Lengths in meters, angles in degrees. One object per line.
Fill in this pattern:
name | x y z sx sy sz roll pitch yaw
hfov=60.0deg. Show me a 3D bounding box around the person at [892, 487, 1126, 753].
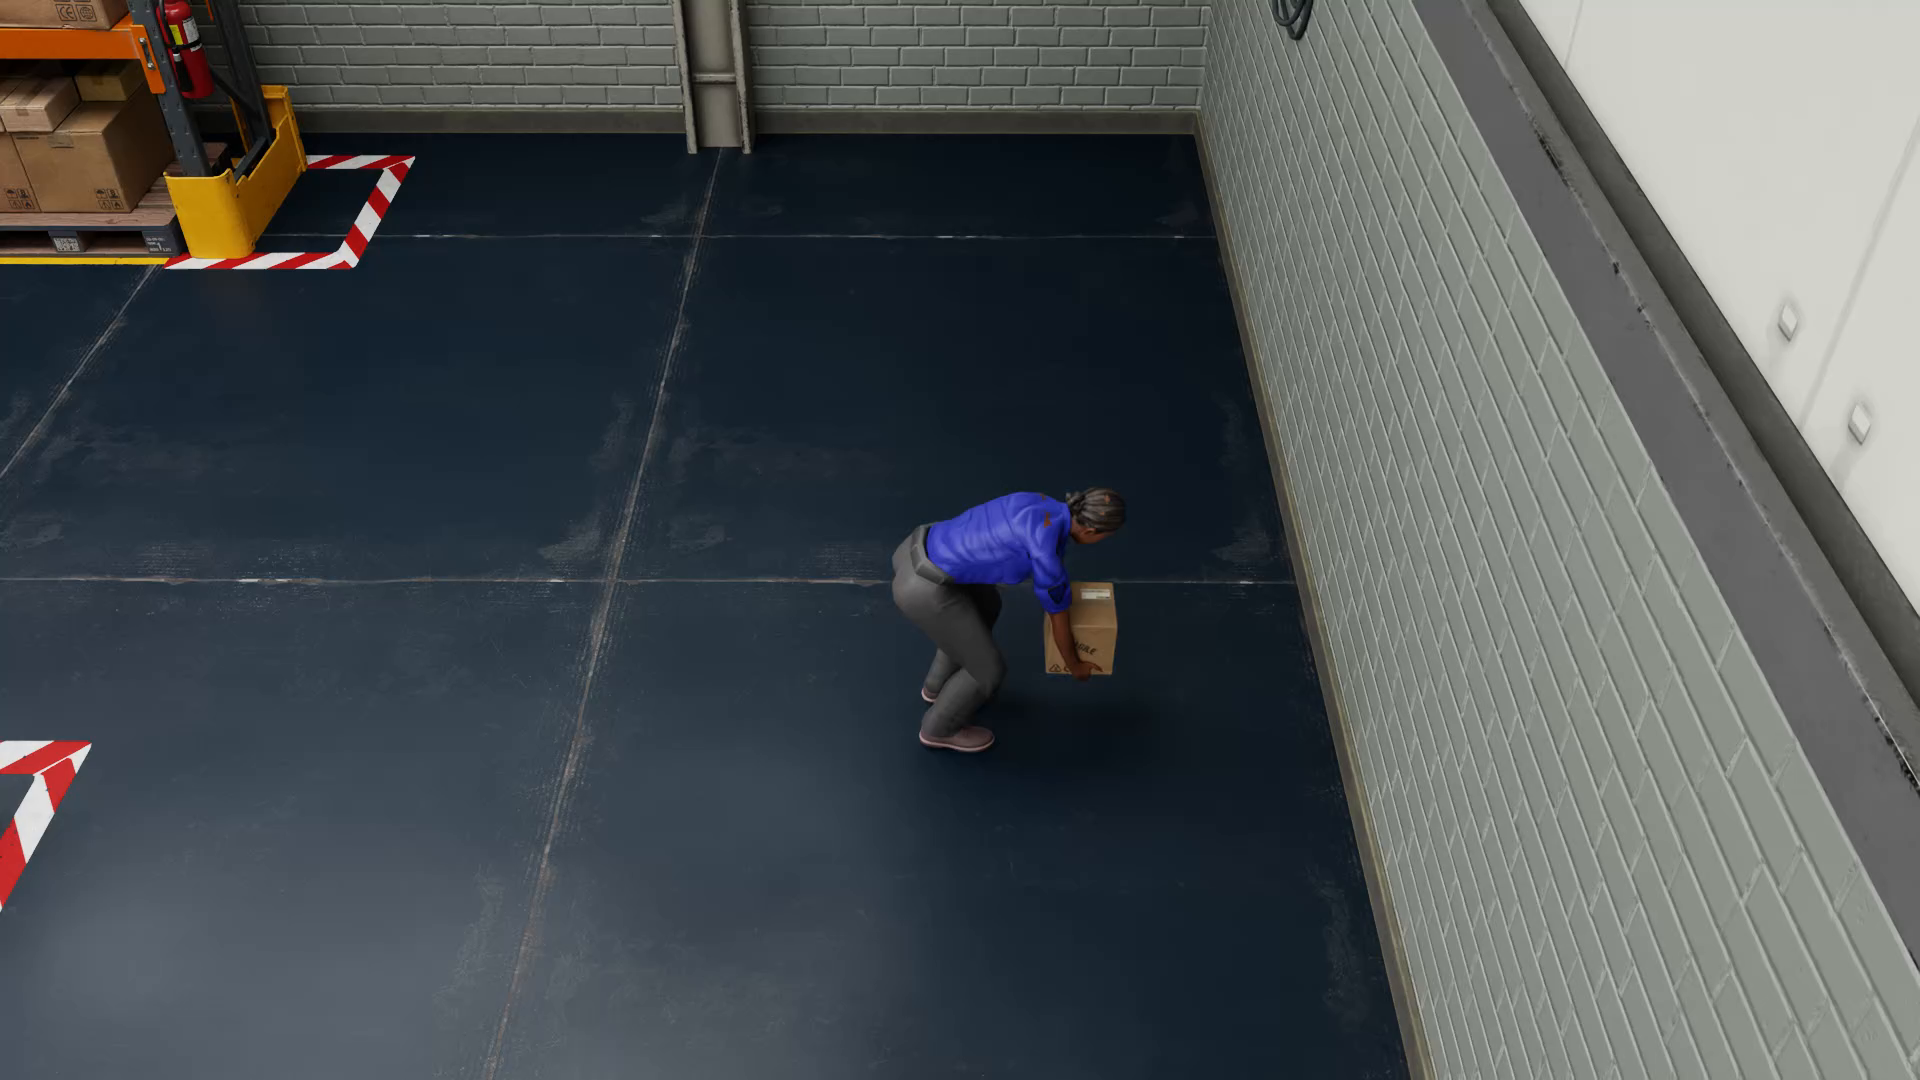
person | 0.172 0.277 6.248 0.847 1.123 0.446 -2 40 -2
